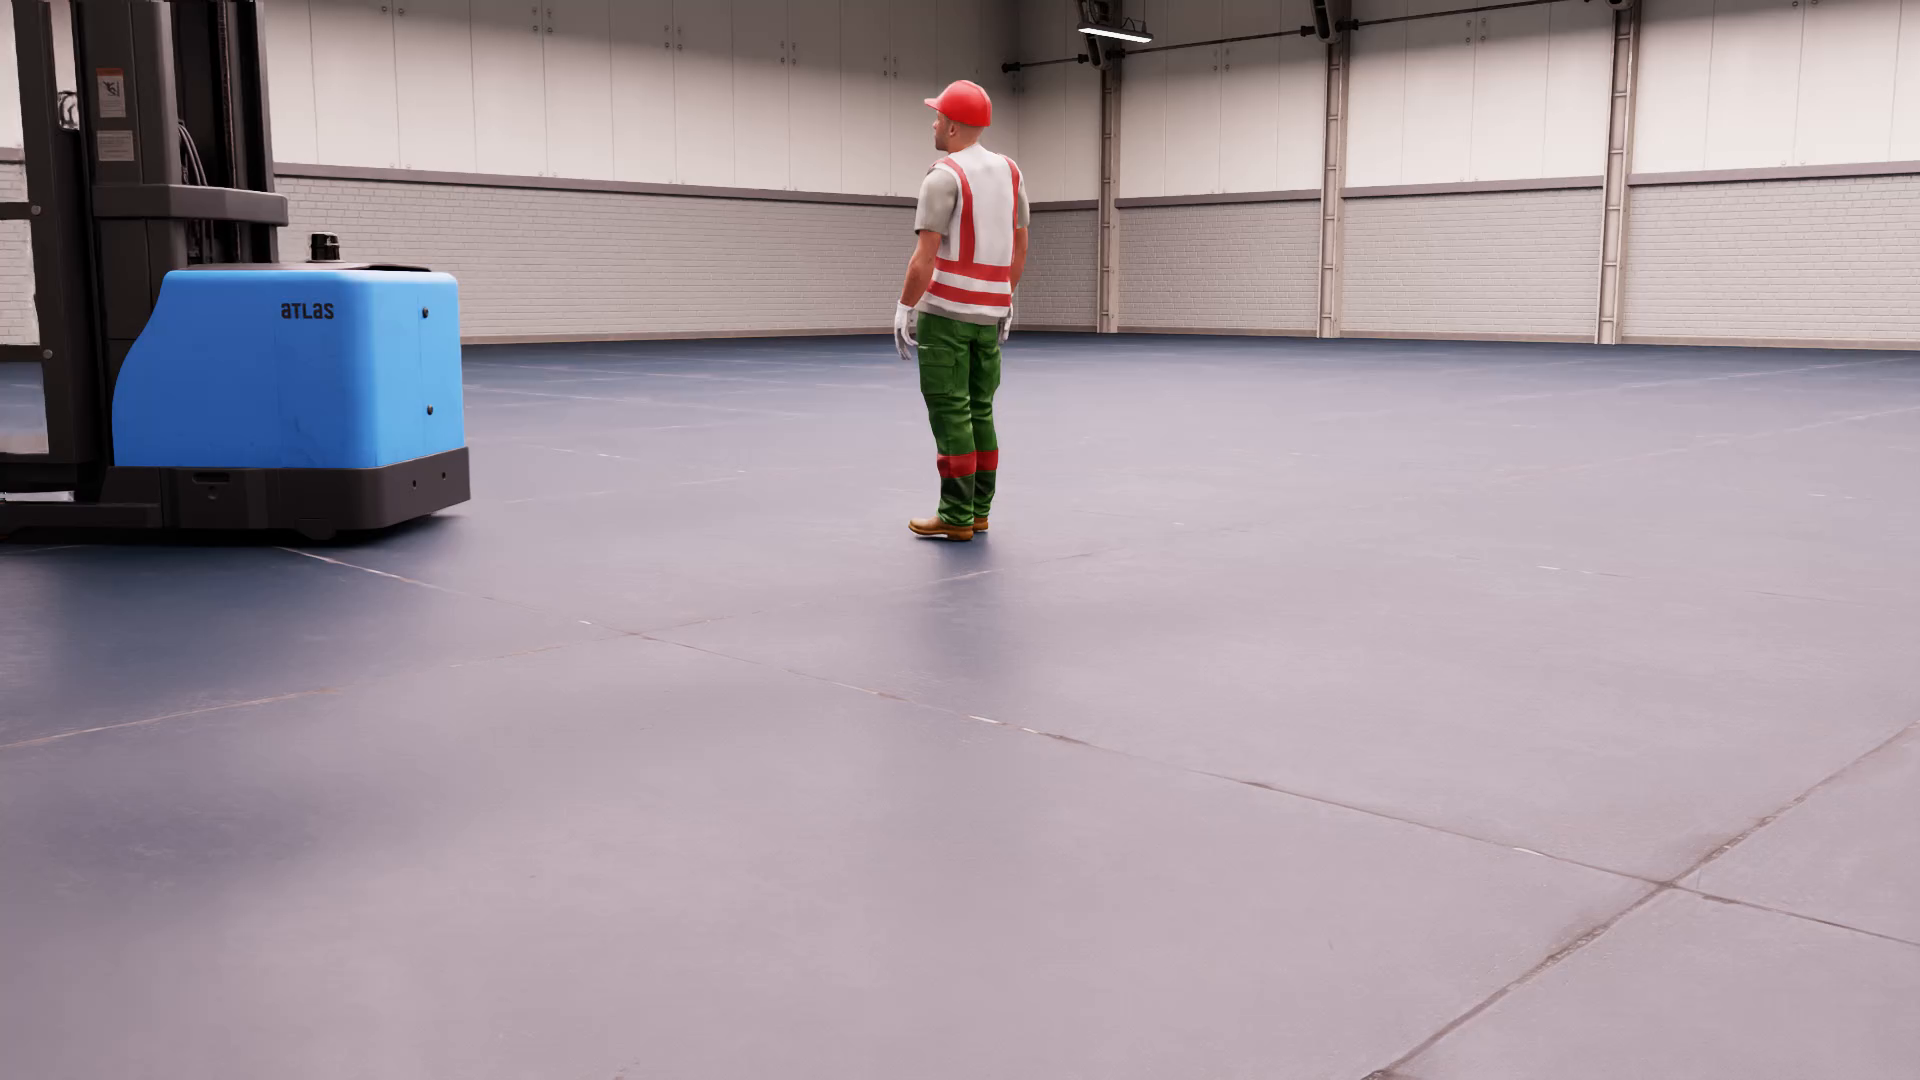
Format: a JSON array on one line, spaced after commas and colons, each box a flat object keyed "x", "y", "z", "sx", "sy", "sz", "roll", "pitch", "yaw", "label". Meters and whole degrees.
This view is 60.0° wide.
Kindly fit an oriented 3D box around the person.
[{"x": -0.049, "y": -0.901, "z": 6.646, "sx": 0.564, "sy": 1.787, "sz": 0.638, "roll": 8, "pitch": 12, "yaw": 43, "label": "person"}]

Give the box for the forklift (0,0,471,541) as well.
[{"x": -3.734, "y": -1.514, "z": 6.927, "sx": 3.031, "sy": 2.935, "sz": 1.130, "roll": 1, "pitch": 9, "yaw": 5, "label": "forklift"}]
